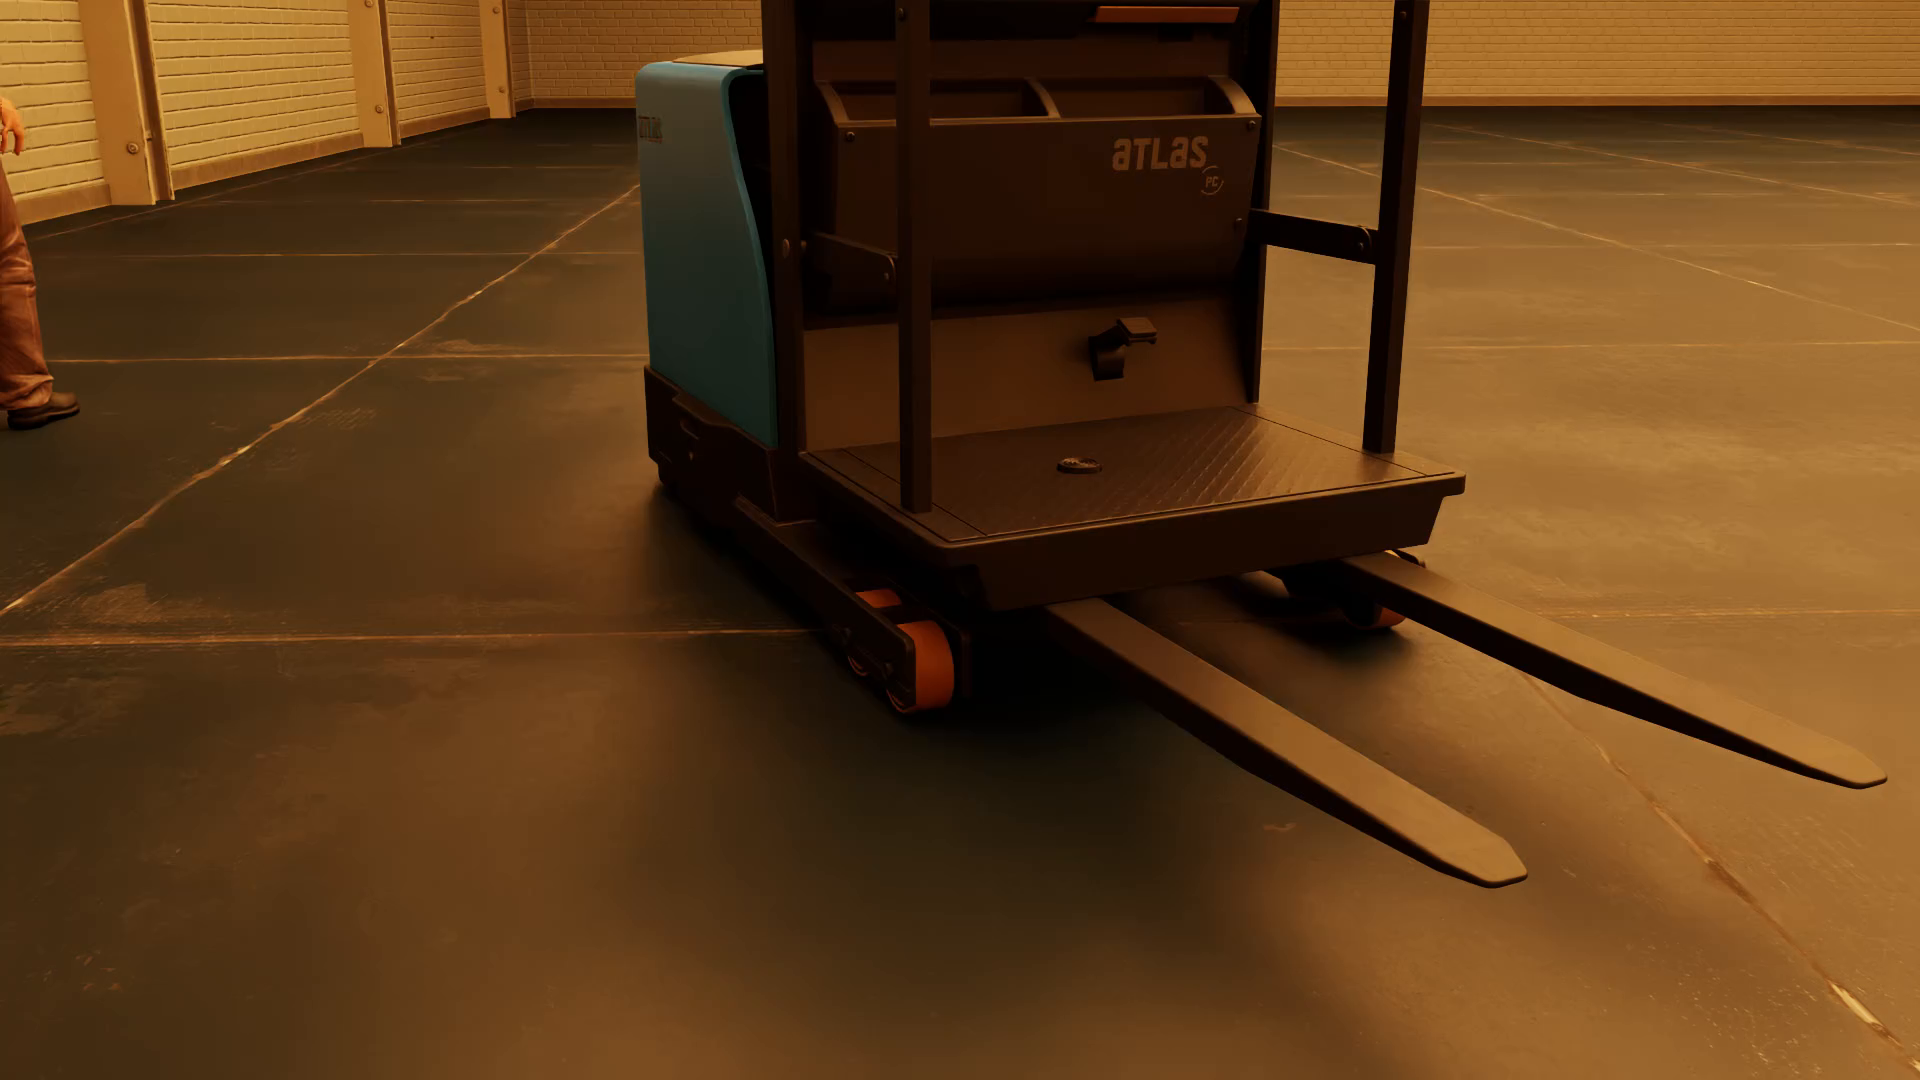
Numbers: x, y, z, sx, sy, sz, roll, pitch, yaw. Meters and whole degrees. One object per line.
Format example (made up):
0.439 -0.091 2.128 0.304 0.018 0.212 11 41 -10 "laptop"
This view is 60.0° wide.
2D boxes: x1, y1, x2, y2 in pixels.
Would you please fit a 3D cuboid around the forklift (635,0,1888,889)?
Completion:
0.258 -1.240 2.962 1.130 2.935 3.031 -8 19 -24 "forklift"

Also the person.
-3.016 -1.166 4.819 0.733 1.705 0.515 3 17 11 "person"
